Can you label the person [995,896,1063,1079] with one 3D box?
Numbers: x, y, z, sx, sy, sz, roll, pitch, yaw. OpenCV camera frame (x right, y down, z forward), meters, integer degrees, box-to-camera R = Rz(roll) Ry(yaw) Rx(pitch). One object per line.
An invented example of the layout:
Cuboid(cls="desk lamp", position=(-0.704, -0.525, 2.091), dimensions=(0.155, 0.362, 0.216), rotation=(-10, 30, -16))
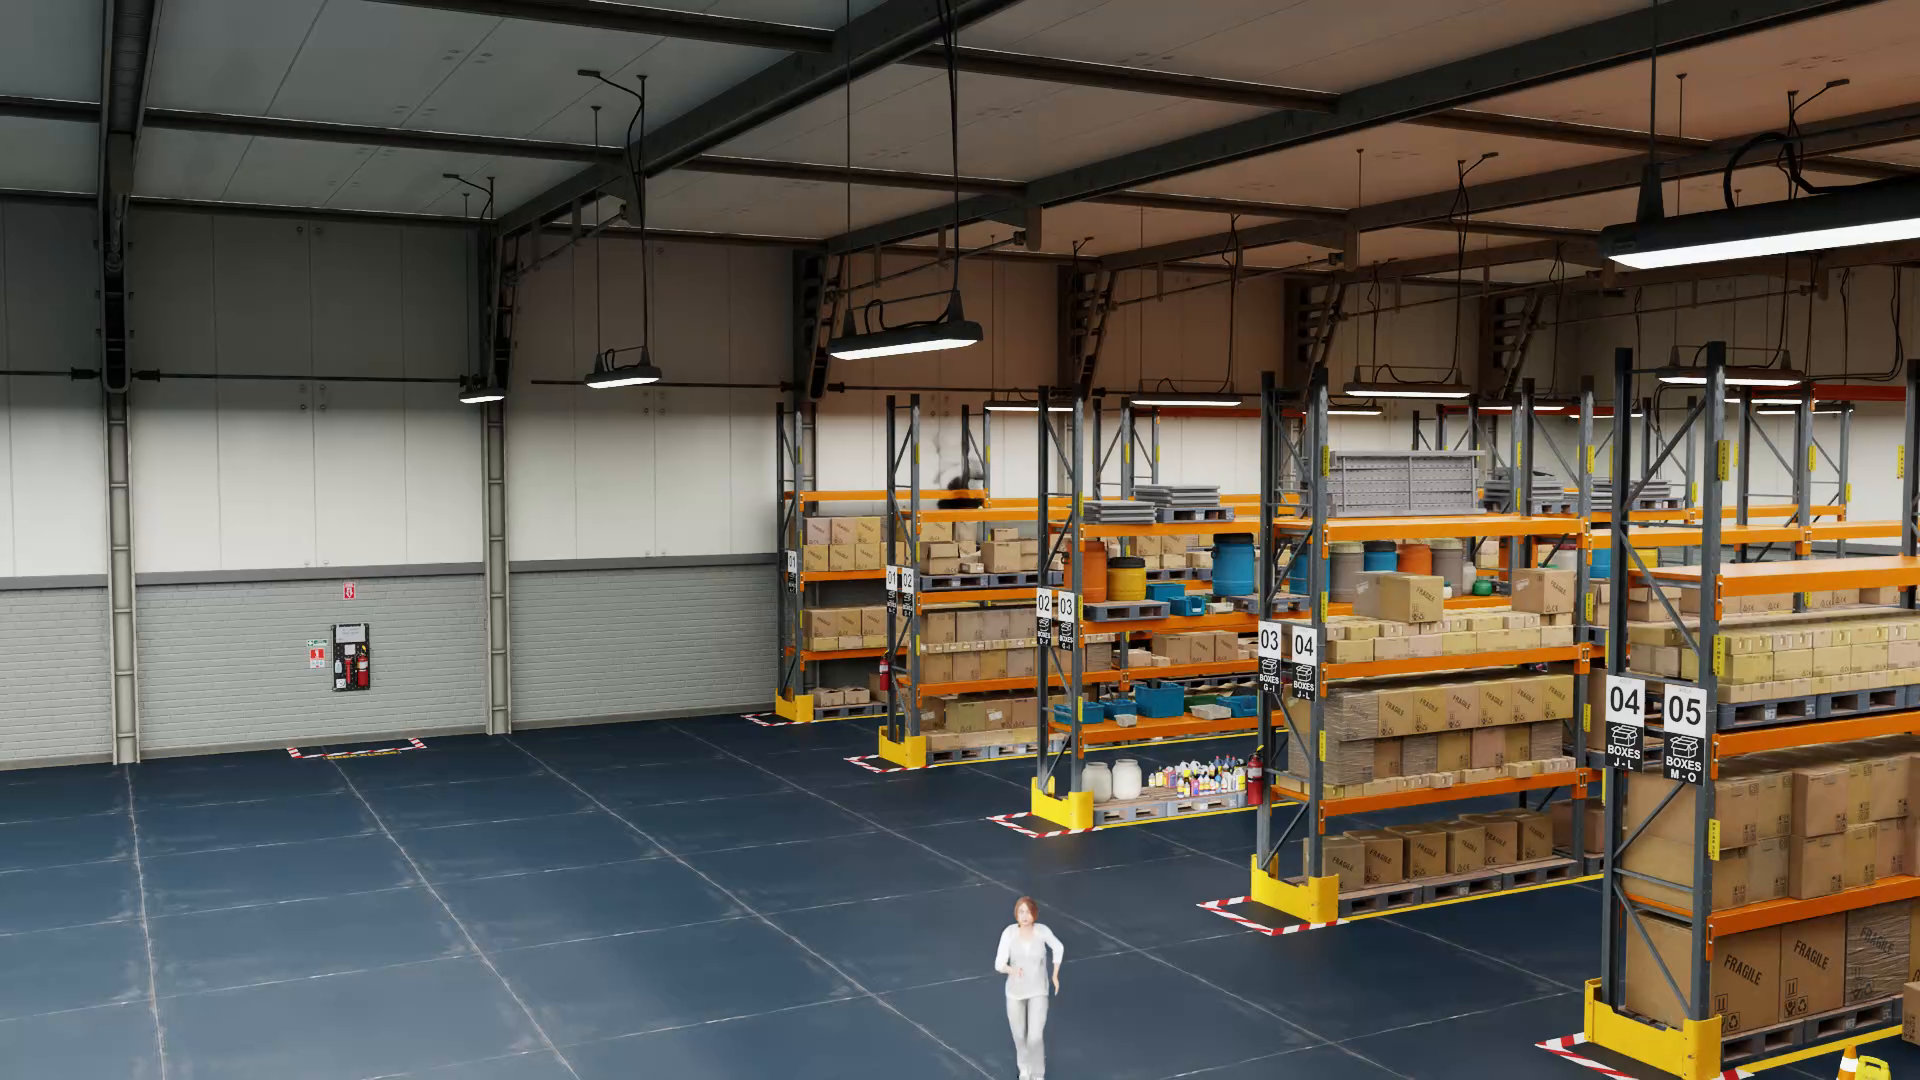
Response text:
Cuboid(cls="person", position=(0.537, 3.620, 13.131), dimensions=(0.507, 1.621, 0.682), rotation=(1, 3, 11))
